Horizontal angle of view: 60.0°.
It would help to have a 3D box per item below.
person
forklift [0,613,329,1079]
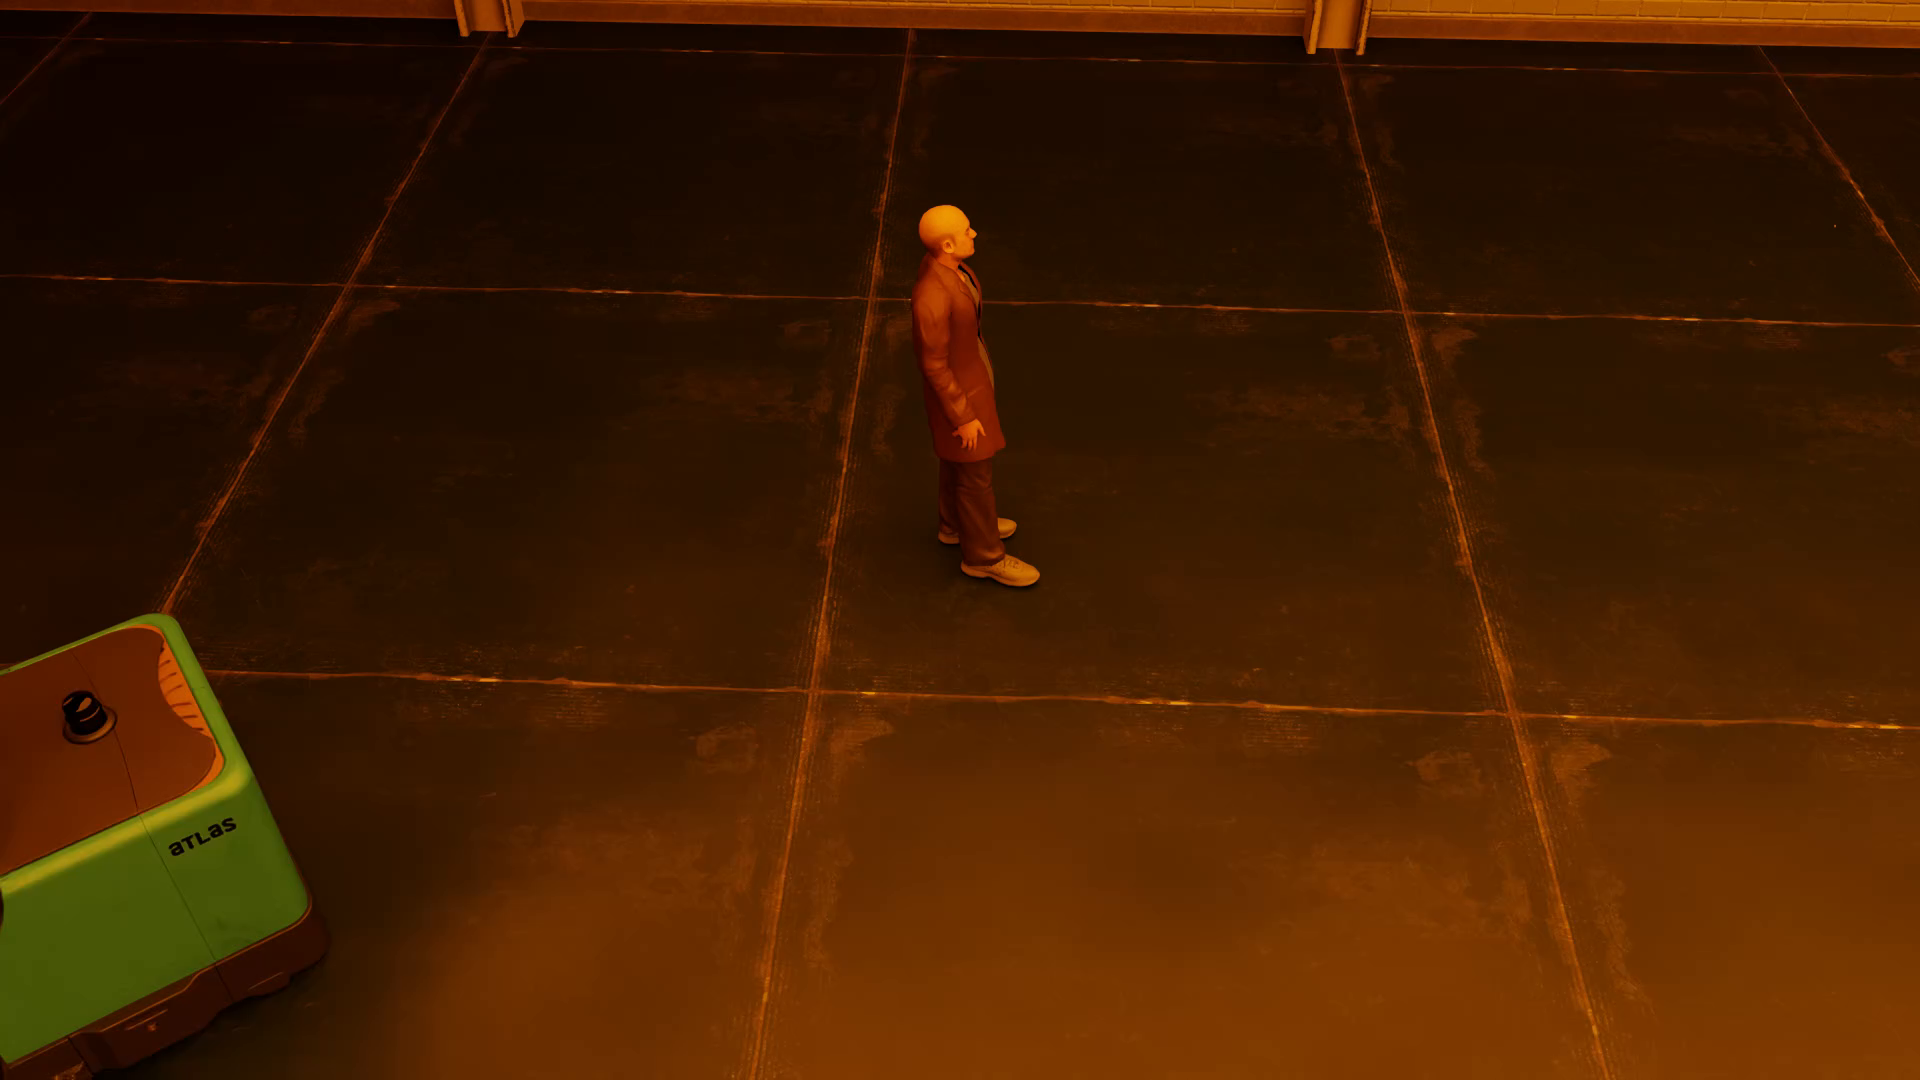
[{"bbox_3d":[0.092,-0.657,7.306,0.579,1.777,0.698,2,42,2],"label":"person"},{"bbox_3d":[-3.840,0.789,4.878,3.031,2.935,1.130,-25,48,-25],"label":"forklift"}]
